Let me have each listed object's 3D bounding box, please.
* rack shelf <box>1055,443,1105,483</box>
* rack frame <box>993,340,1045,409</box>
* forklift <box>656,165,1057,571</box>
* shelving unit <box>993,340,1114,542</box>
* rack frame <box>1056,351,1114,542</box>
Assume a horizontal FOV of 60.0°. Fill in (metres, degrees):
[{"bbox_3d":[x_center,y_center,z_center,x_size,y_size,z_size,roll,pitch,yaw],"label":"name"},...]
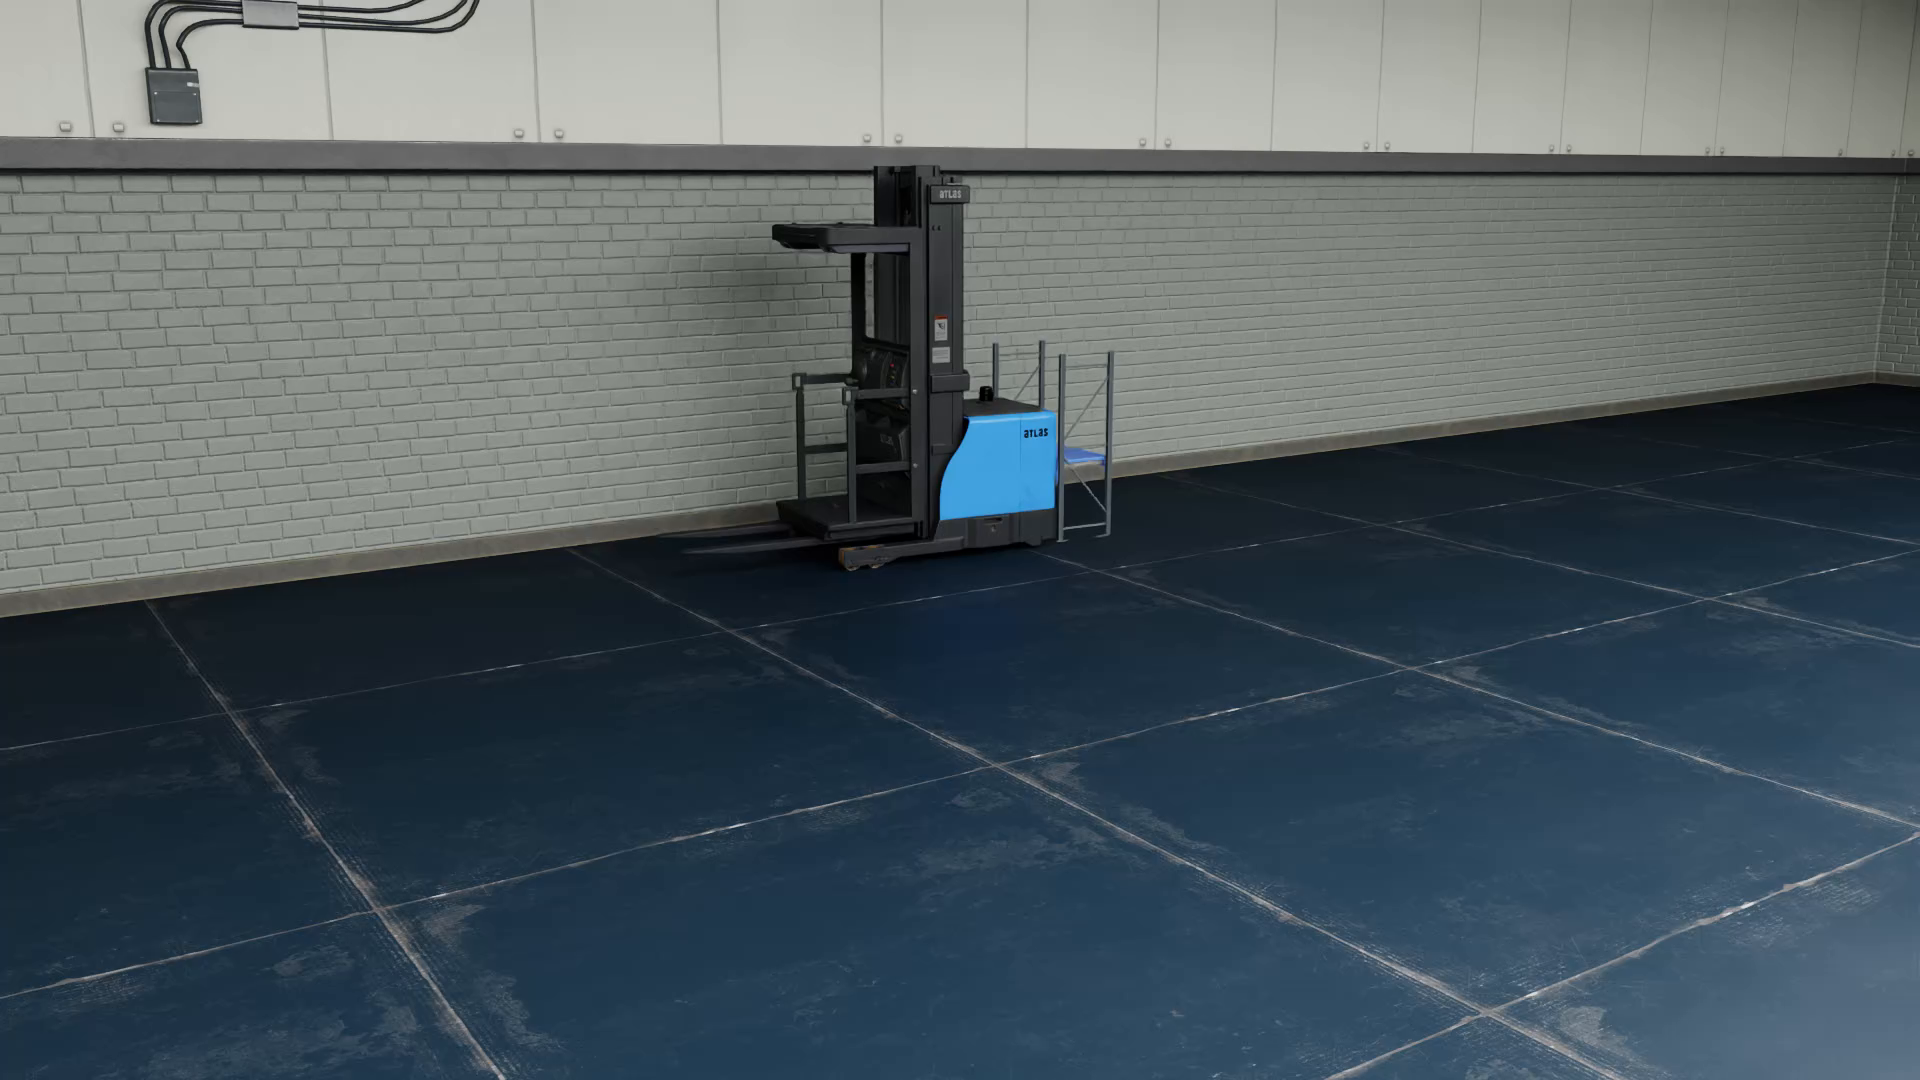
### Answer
[{"bbox_3d":[0.747,-0.662,13.722,0.538,0.185,1.000,-7,14,-29],"label":"rack shelf"},{"bbox_3d":[0.497,-0.933,14.116,0.500,1.500,0.032,-7,14,-29],"label":"rack frame"},{"bbox_3d":[-0.787,-1.332,12.593,3.031,2.935,1.130,-6,14,-27],"label":"forklift"},{"bbox_3d":[0.747,-0.838,13.683,0.538,1.500,1.048,-7,14,-29],"label":"shelving unit"},{"bbox_3d":[0.997,-0.744,13.251,0.500,1.500,0.032,-7,14,-29],"label":"rack frame"}]
